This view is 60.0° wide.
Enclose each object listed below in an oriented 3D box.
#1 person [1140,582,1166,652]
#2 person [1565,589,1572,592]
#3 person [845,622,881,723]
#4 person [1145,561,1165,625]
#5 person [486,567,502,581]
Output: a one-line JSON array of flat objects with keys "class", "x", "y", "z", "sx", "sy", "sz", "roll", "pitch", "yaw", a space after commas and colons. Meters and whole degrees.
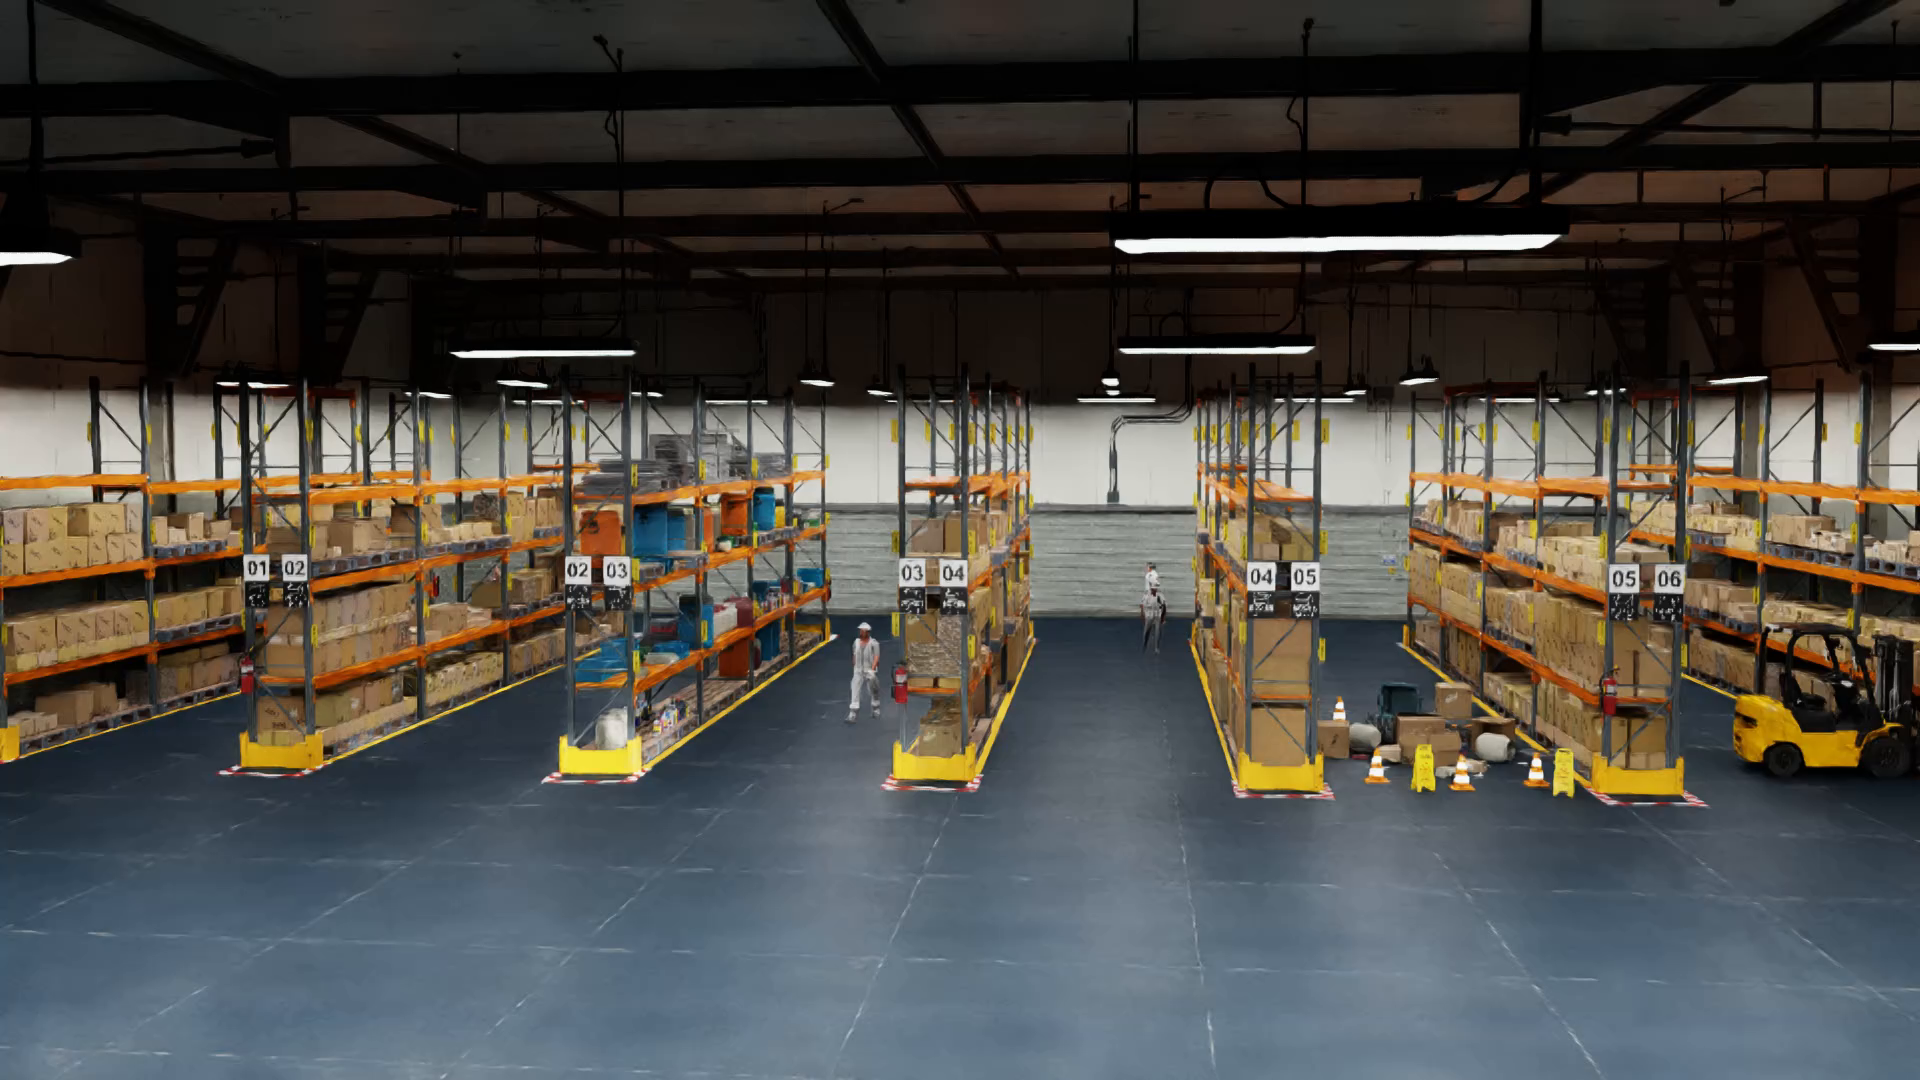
[{"class": "person", "x": 4.417, "y": 1.758, "z": 37.997, "sx": 0.592, "sy": 1.629, "sz": 0.532, "roll": 0, "pitch": 4, "yaw": 4}, {"class": "person", "x": 14.756, "y": 1.599, "z": 39.926, "sx": 0.375, "sy": 1.665, "sz": 0.571, "roll": -2, "pitch": 4, "yaw": -26}, {"class": "person", "x": -1.639, "y": 2.278, "z": 28.740, "sx": 0.535, "sy": 1.725, "sz": 1.024, "roll": 1, "pitch": 4, "yaw": 15}, {"class": "person", "x": 5.064, "y": 1.383, "z": 43.334, "sx": 0.454, "sy": 1.659, "sz": 0.624, "roll": -2, "pitch": 4, "yaw": -26}, {"class": "person", "x": -11.345, "y": 1.520, "z": 40.865, "sx": 0.729, "sy": 1.733, "sz": 0.546, "roll": 0, "pitch": 4, "yaw": 4}]
